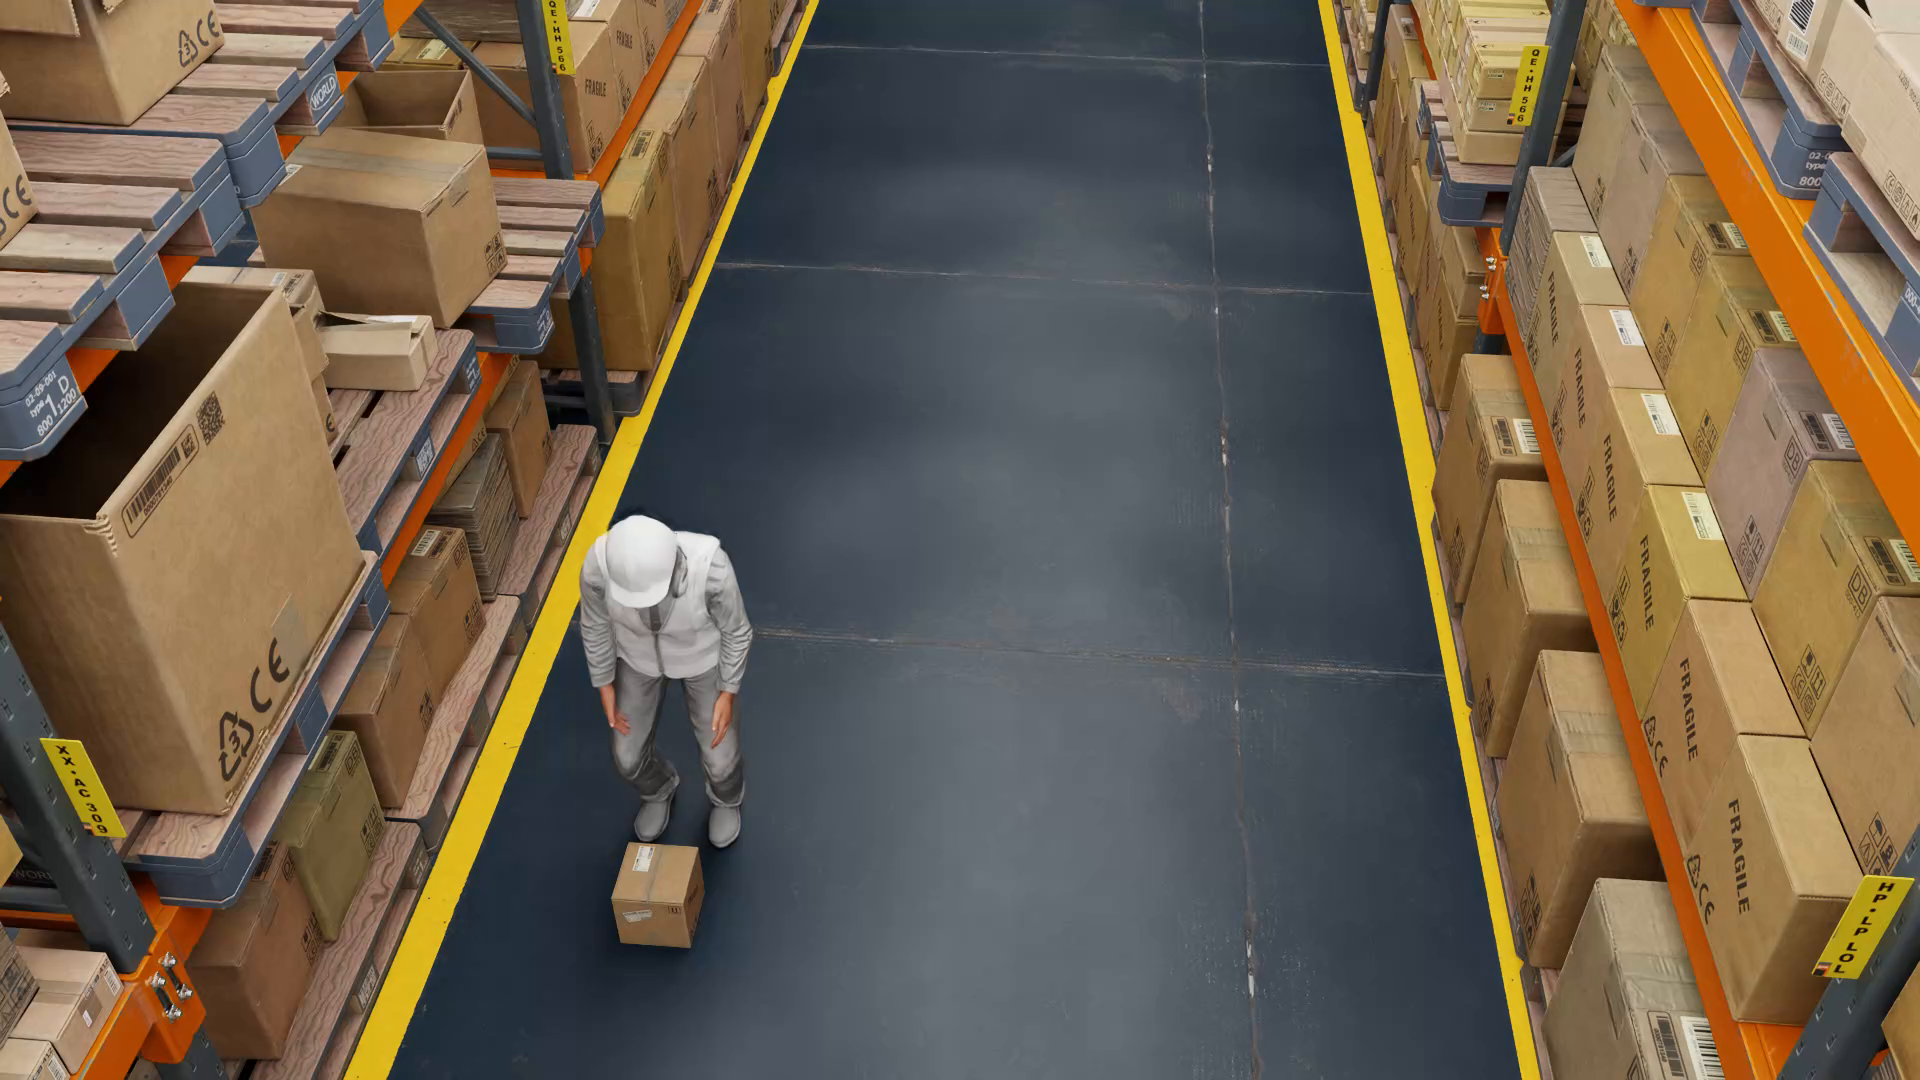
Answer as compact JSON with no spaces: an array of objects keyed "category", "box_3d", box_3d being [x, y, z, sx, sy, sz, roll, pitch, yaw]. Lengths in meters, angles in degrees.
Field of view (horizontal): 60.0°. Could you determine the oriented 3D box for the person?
[{"category":"person","box_3d":[-0.981,0.448,5.735,0.583,1.607,0.627,4,40,4]}]
